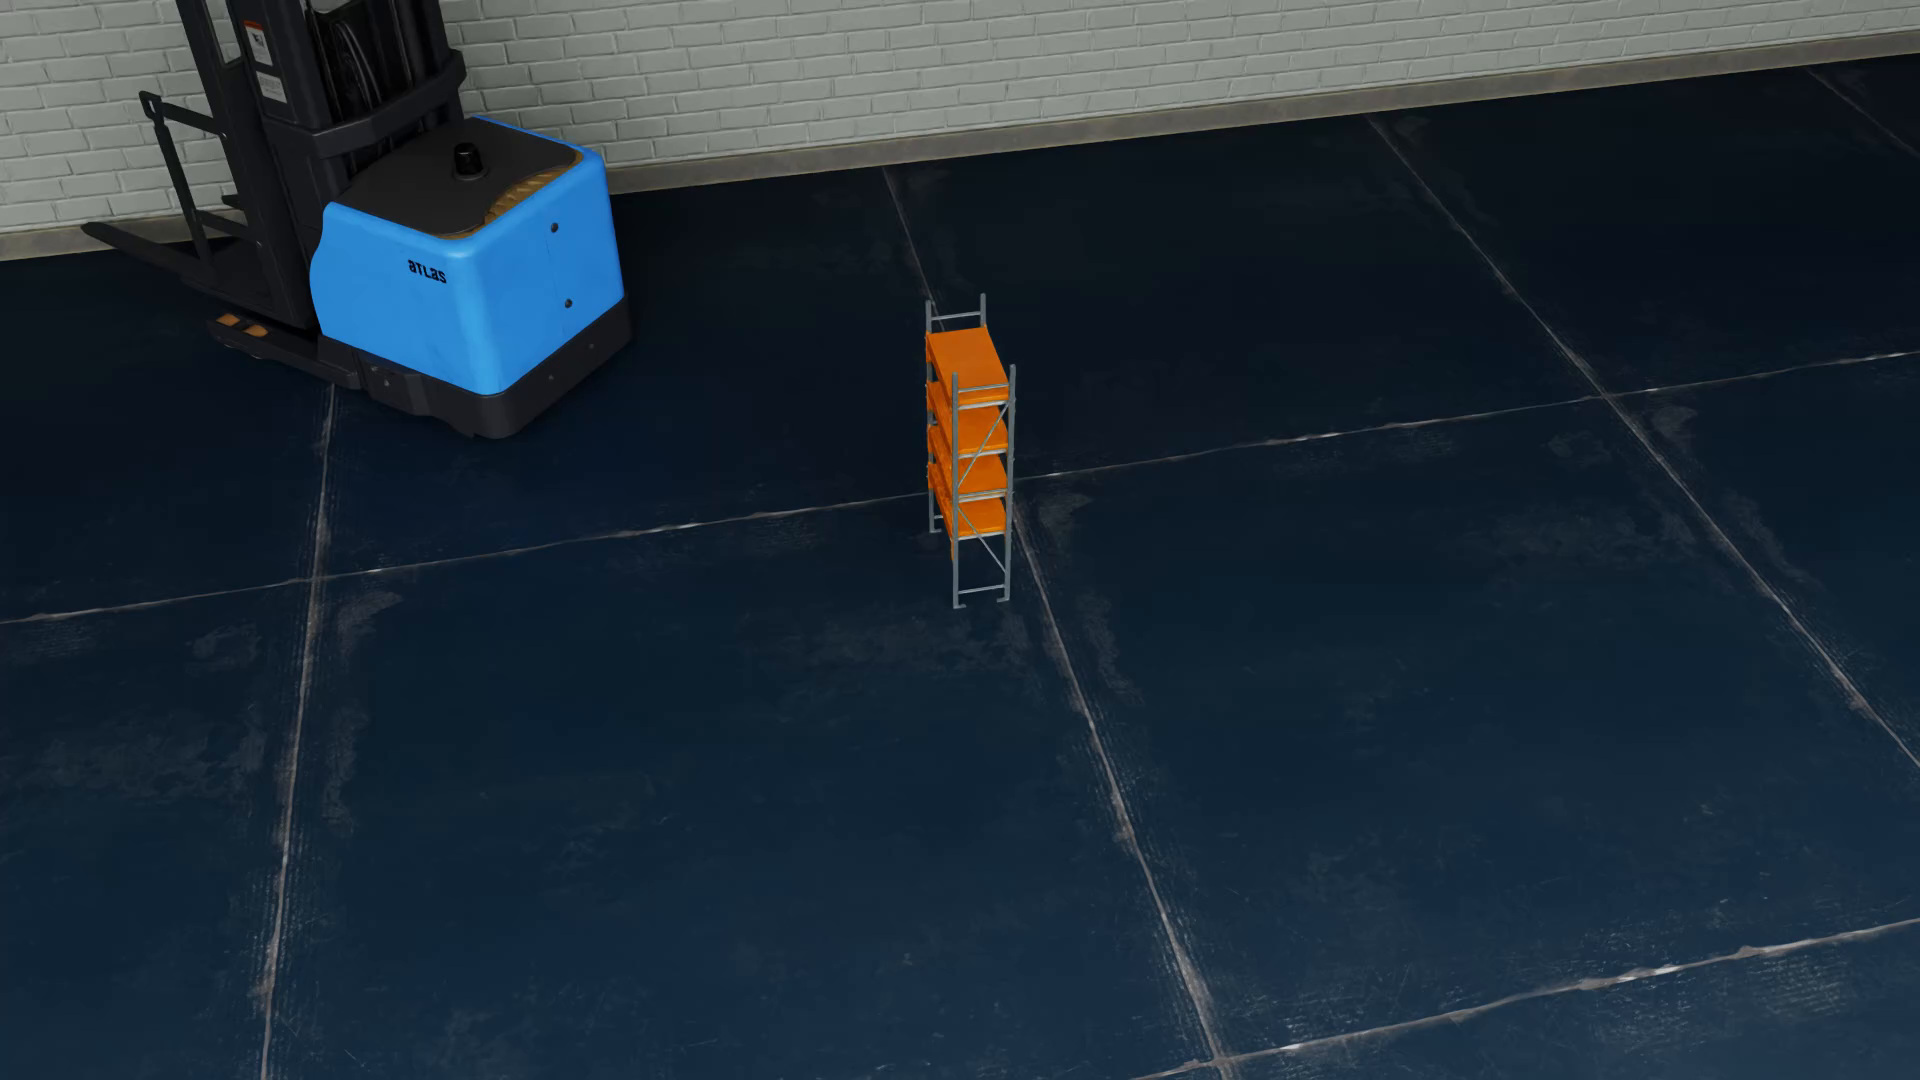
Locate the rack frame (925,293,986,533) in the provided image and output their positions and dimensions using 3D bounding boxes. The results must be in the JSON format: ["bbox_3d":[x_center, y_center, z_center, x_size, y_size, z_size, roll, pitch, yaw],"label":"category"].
[{"bbox_3d":[-0.017,-0.500,6.909,0.240,1.200,0.015,-8,42,-9],"label":"rack frame"}]

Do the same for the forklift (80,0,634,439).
[{"bbox_3d":[-3.163,-2.280,7.610,3.031,2.935,1.130,21,46,22],"label":"forklift"}]

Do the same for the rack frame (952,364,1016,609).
[{"bbox_3d":[0.088,-0.183,6.553,0.240,1.200,0.015,-8,42,-9],"label":"rack frame"}]

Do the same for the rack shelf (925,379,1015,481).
[{"bbox_3d":[0.036,-0.458,6.627,0.258,0.148,0.480,-8,42,-9],"label":"rack shelf"}]

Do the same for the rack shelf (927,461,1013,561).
[{"bbox_3d":[0.036,-0.143,6.907,0.258,0.148,0.480,-8,42,-9],"label":"rack shelf"}]

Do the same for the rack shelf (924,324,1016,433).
[{"bbox_3d":[0.036,-0.635,6.470,0.258,0.148,0.480,-8,42,-9],"label":"rack shelf"}]

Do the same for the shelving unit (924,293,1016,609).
[{"bbox_3d":[0.036,-0.341,6.731,0.258,1.200,0.503,-8,42,-9],"label":"shelving unit"}]

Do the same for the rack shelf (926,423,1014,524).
[{"bbox_3d":[0.036,-0.291,6.775,0.258,0.148,0.480,-8,42,-9],"label":"rack shelf"}]
